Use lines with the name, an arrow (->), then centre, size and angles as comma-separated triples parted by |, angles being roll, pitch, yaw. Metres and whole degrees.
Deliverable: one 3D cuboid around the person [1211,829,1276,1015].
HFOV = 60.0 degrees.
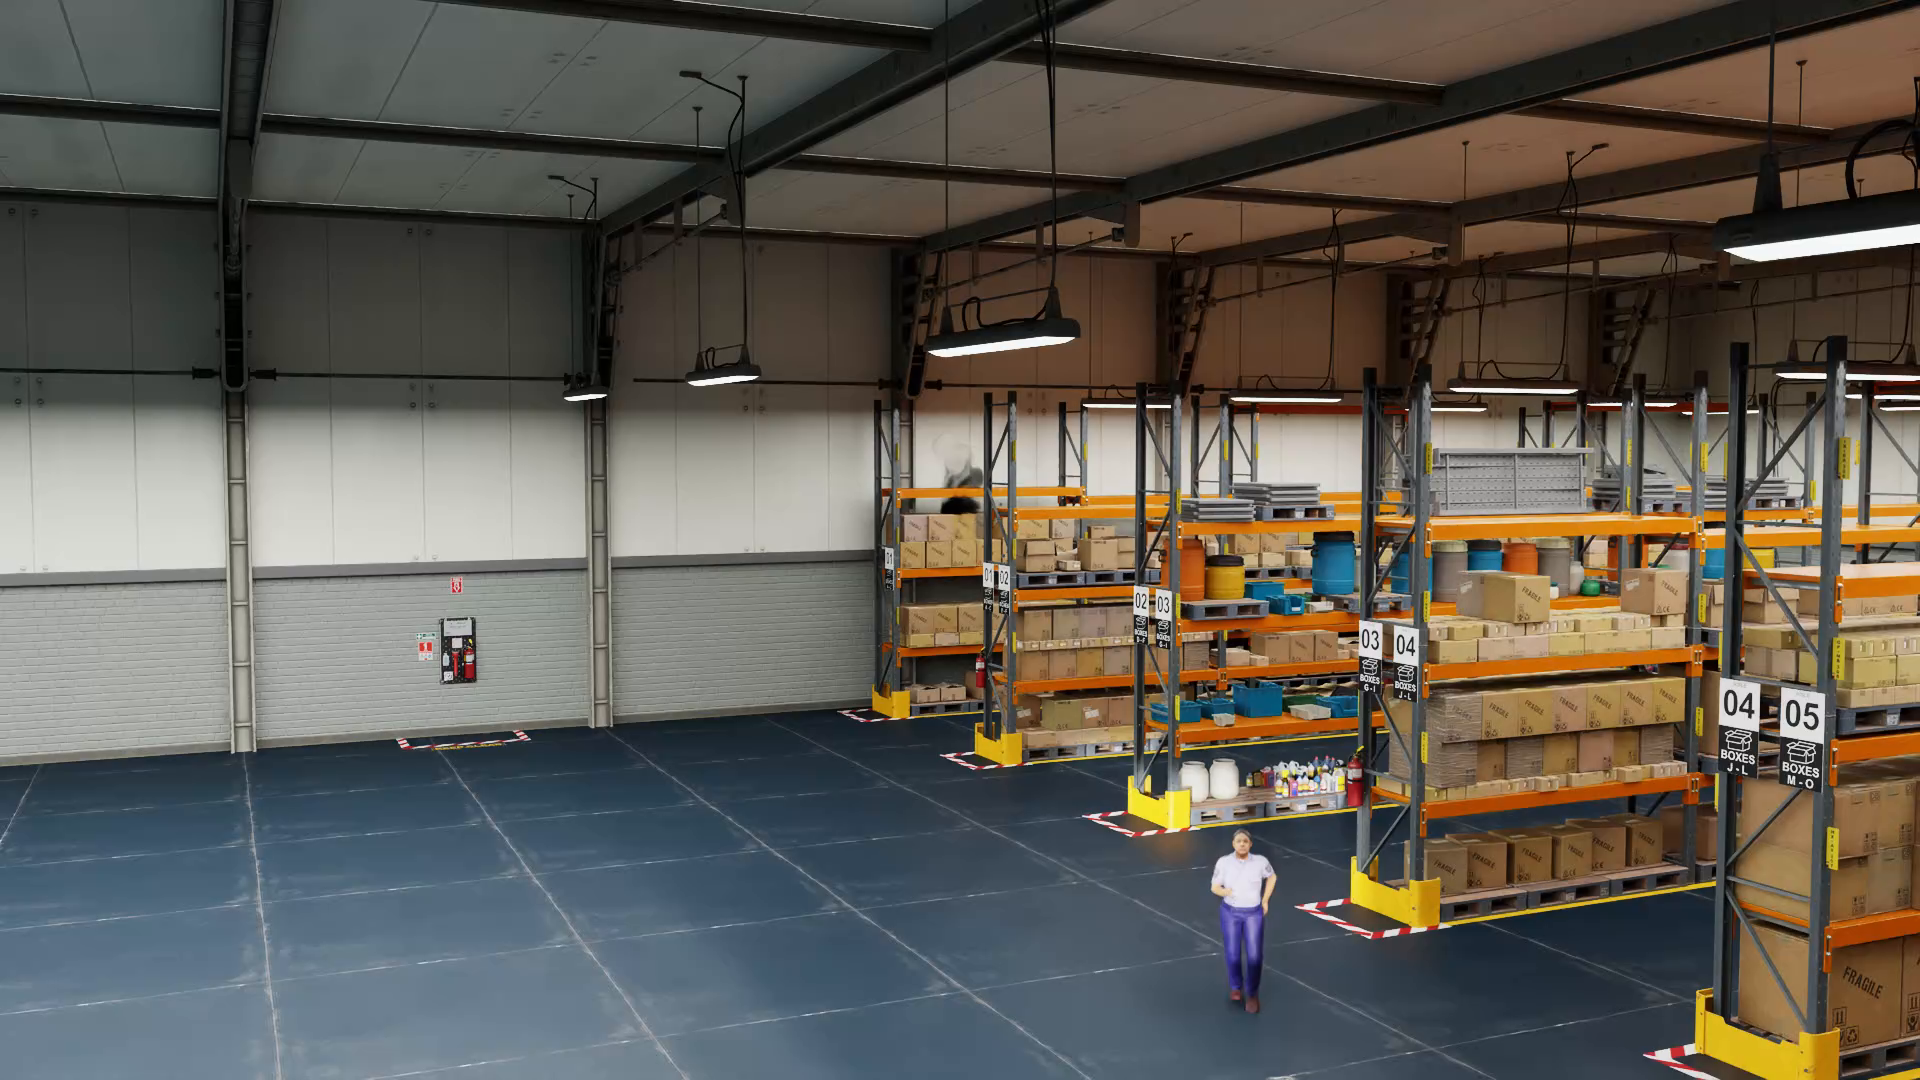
person -> 2.576, 3.485, 15.139 | 0.583, 1.659, 0.660 | 1, 3, 11
